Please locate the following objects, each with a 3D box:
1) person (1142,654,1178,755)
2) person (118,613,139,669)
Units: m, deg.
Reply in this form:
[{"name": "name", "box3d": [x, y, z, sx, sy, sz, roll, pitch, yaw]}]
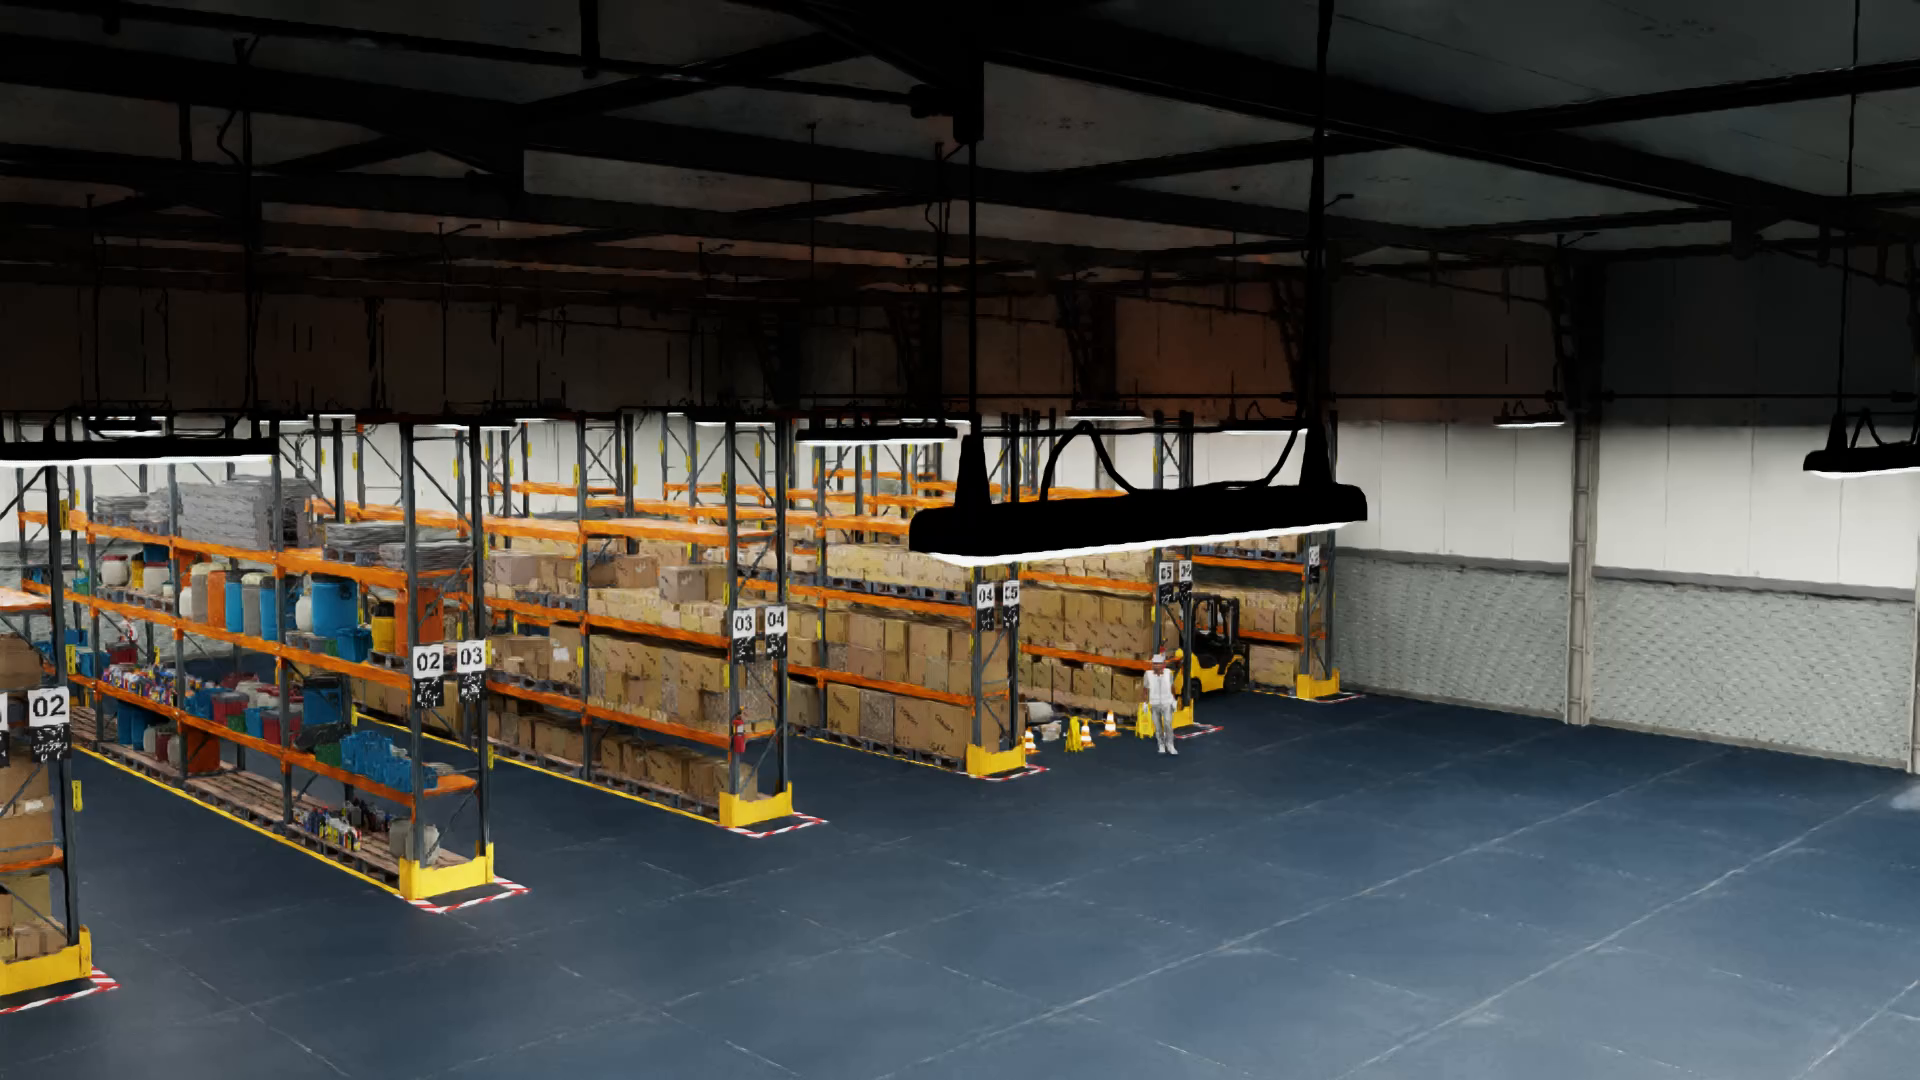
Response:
[{"name": "person", "box3d": [3.542, 2.886, 29.351, 0.645, 1.768, 0.483, 1, 5, 11]}, {"name": "person", "box3d": [-17.813, 2.331, 35.690, 0.567, 1.781, 0.718, 0, 5, -6]}]
